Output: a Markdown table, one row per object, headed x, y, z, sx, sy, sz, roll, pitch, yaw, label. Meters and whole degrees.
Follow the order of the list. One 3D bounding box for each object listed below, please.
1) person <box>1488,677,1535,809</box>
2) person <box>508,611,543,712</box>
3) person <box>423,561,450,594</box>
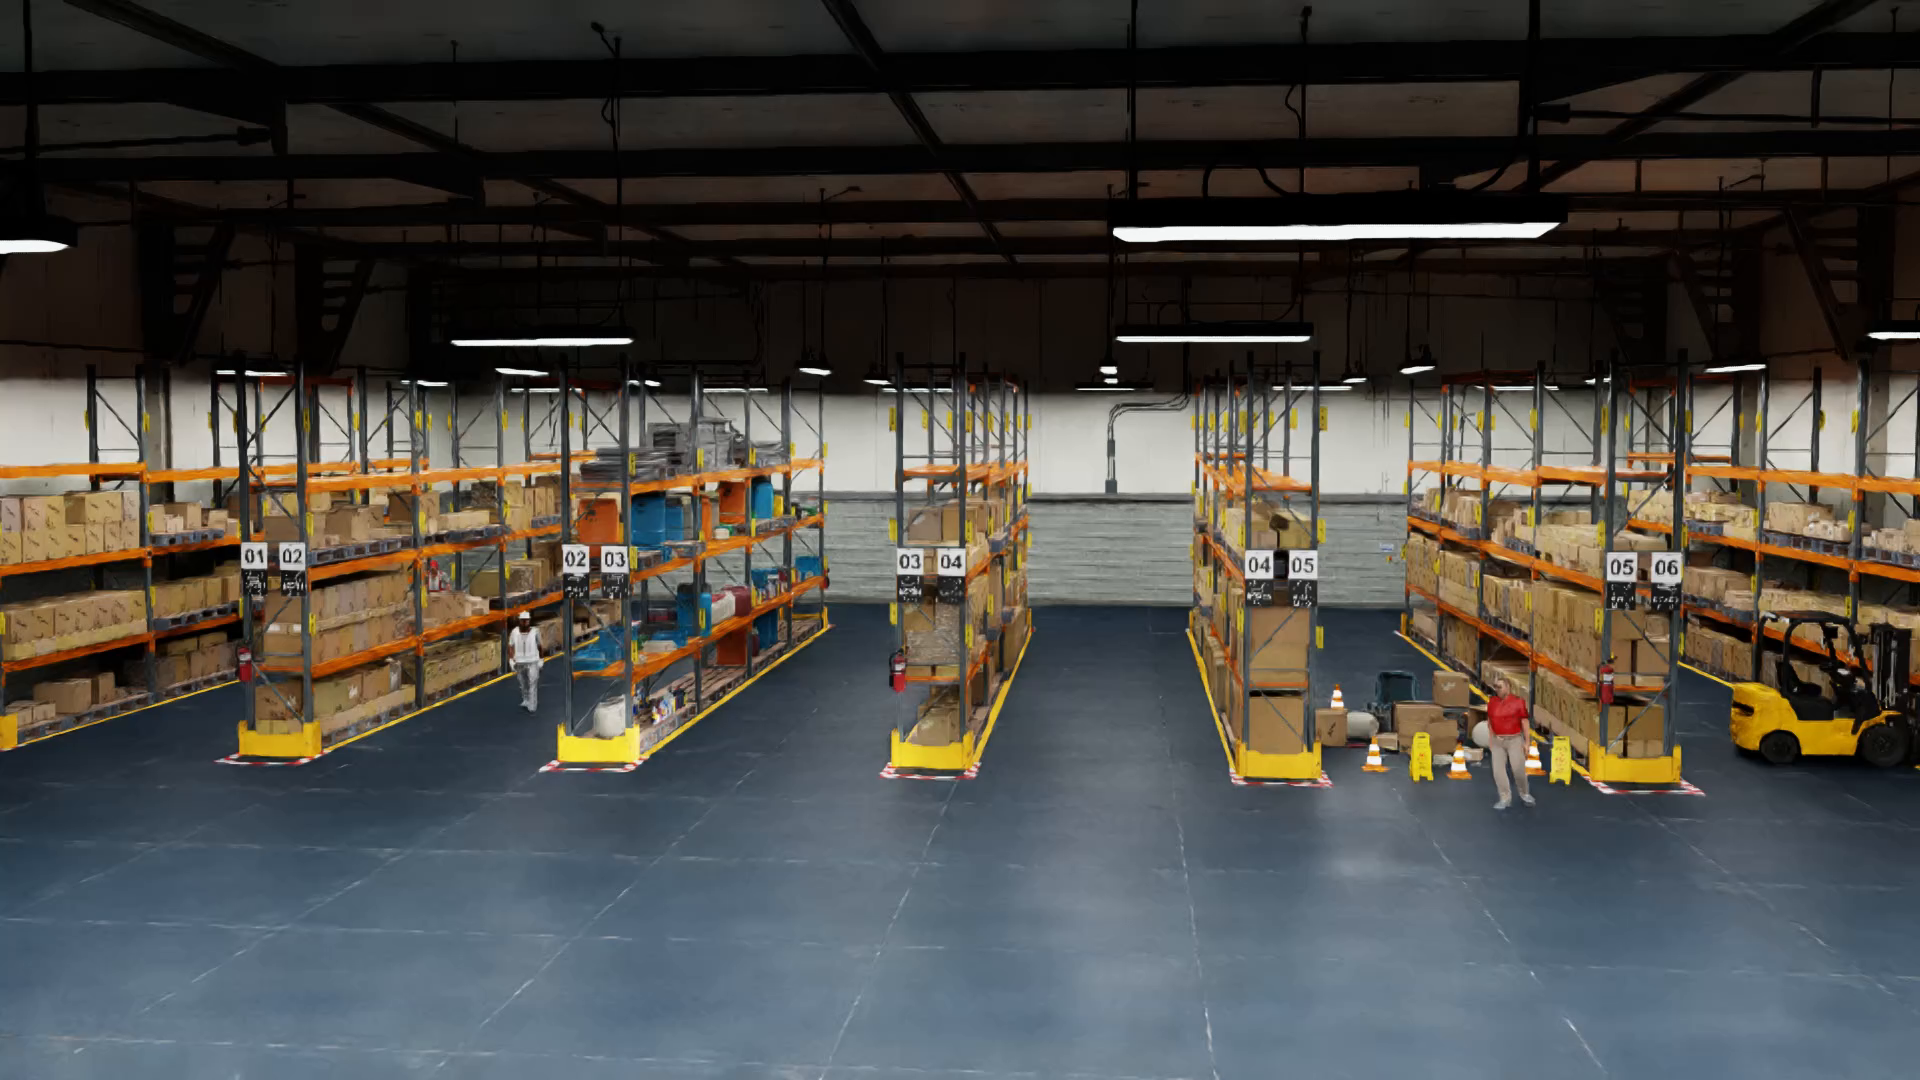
| x | y | z | sx | sy | sz | roll | pitch | yaw | label |
| --- | --- | --- | --- | --- | --- | --- | --- | --- | --- |
| 7.145 | 2.616 | 21.570 | 0.597 | 1.713 | 0.540 | 4 | 5 | 41 | person |
| -7.513 | 2.089 | 28.734 | 0.554 | 1.724 | 1.031 | 0 | 4 | -3 | person |
| -12.391 | 1.346 | 39.341 | 0.677 | 1.742 | 0.552 | 0 | 4 | 4 | person |
